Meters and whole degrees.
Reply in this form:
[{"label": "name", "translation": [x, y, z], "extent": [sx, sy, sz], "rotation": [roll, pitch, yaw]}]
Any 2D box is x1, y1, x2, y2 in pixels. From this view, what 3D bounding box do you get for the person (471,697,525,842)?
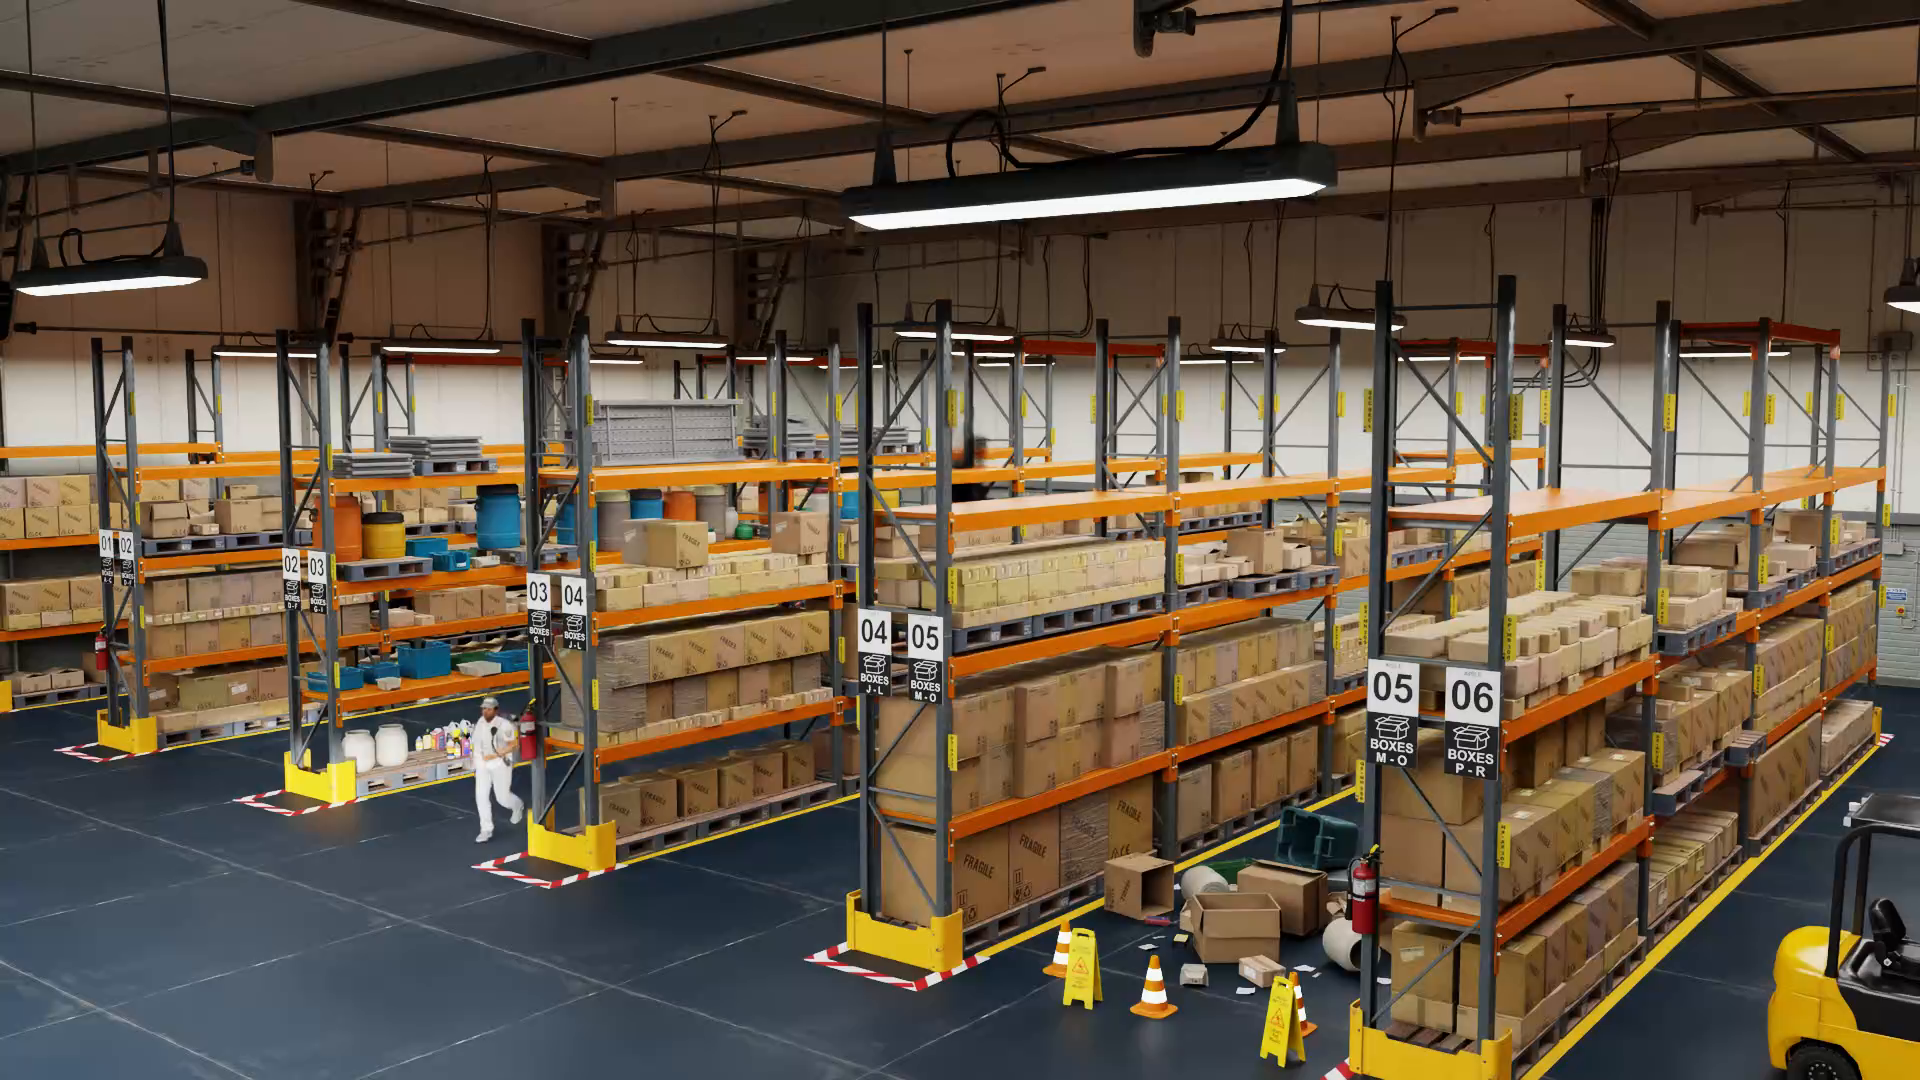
[{"label": "person", "translation": [-5.438, 2.638, 19.463], "extent": [0.631, 1.639, 0.817], "rotation": [2, 5, 18]}]
